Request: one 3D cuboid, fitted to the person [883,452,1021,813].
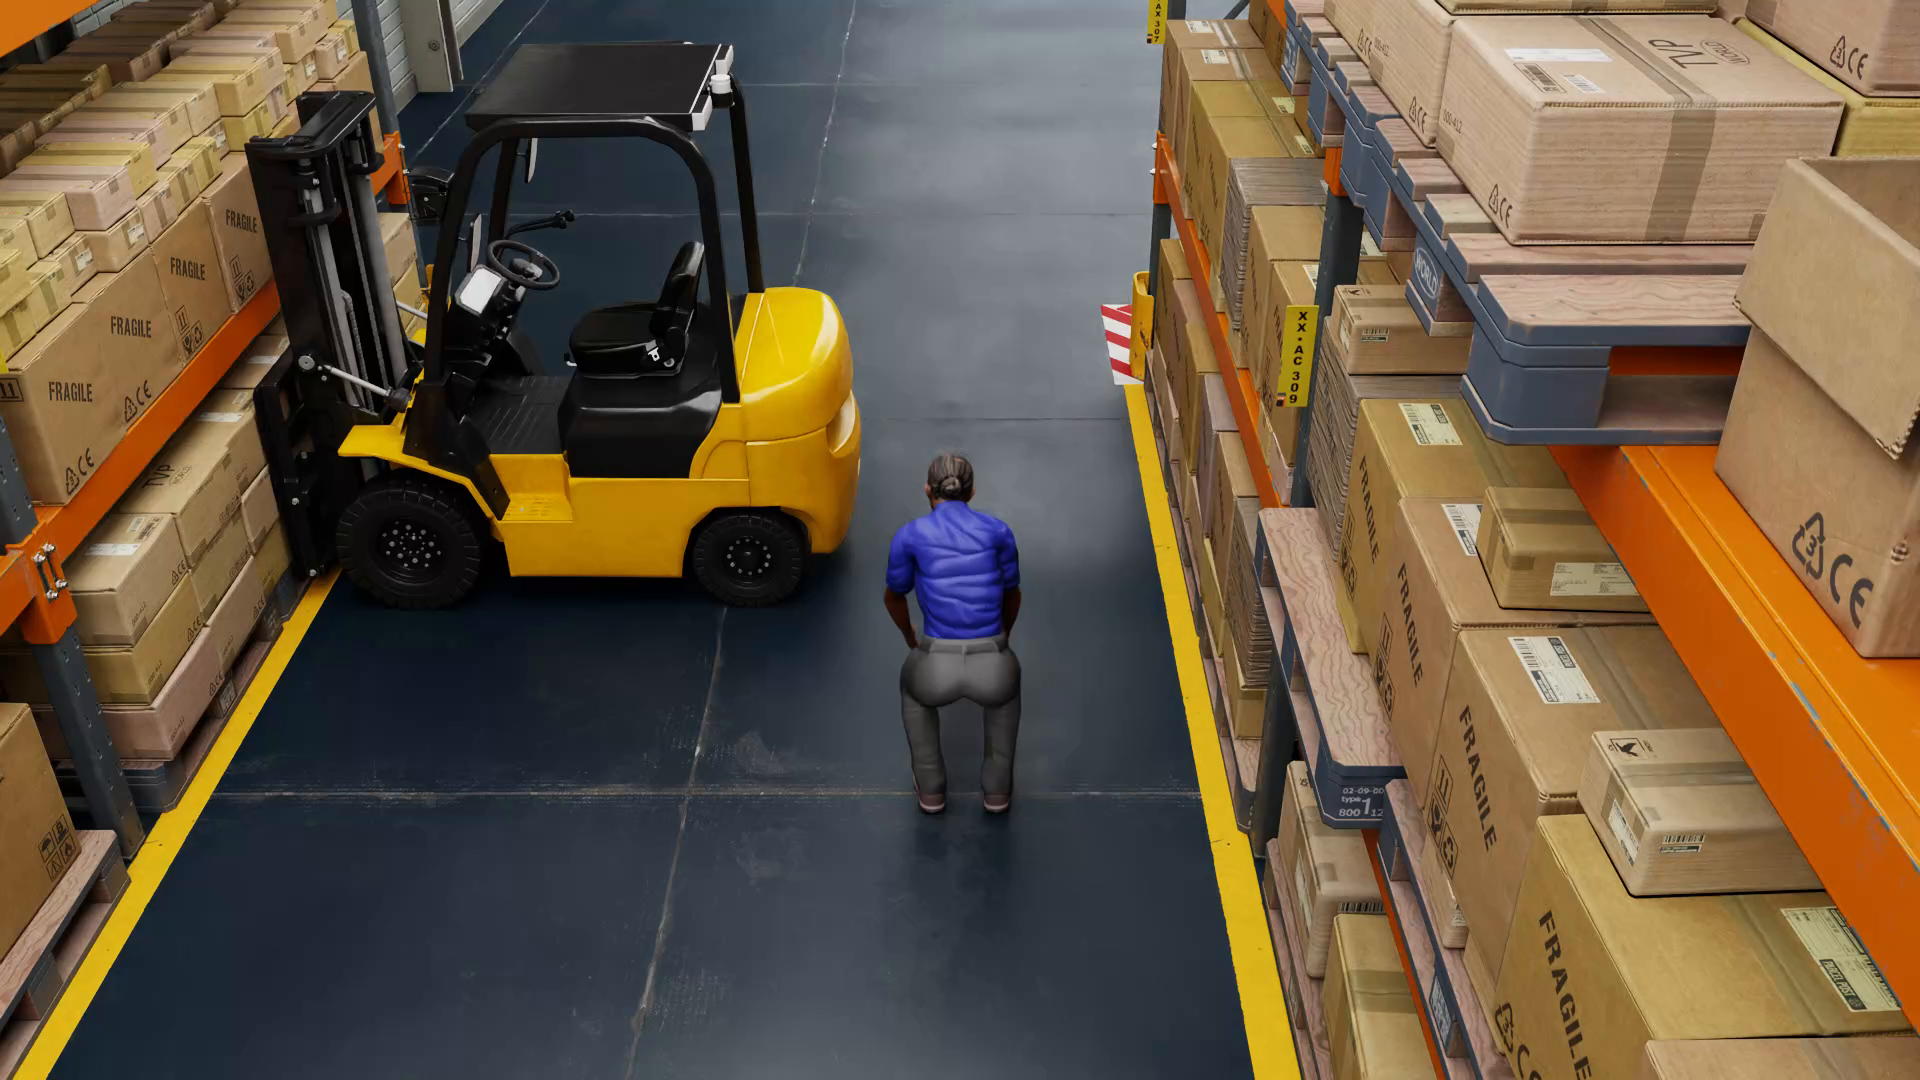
[{"bbox_3d":[-0.025,0.373,5.931,0.499,1.252,0.694,0,32,0],"label":"person"}]
